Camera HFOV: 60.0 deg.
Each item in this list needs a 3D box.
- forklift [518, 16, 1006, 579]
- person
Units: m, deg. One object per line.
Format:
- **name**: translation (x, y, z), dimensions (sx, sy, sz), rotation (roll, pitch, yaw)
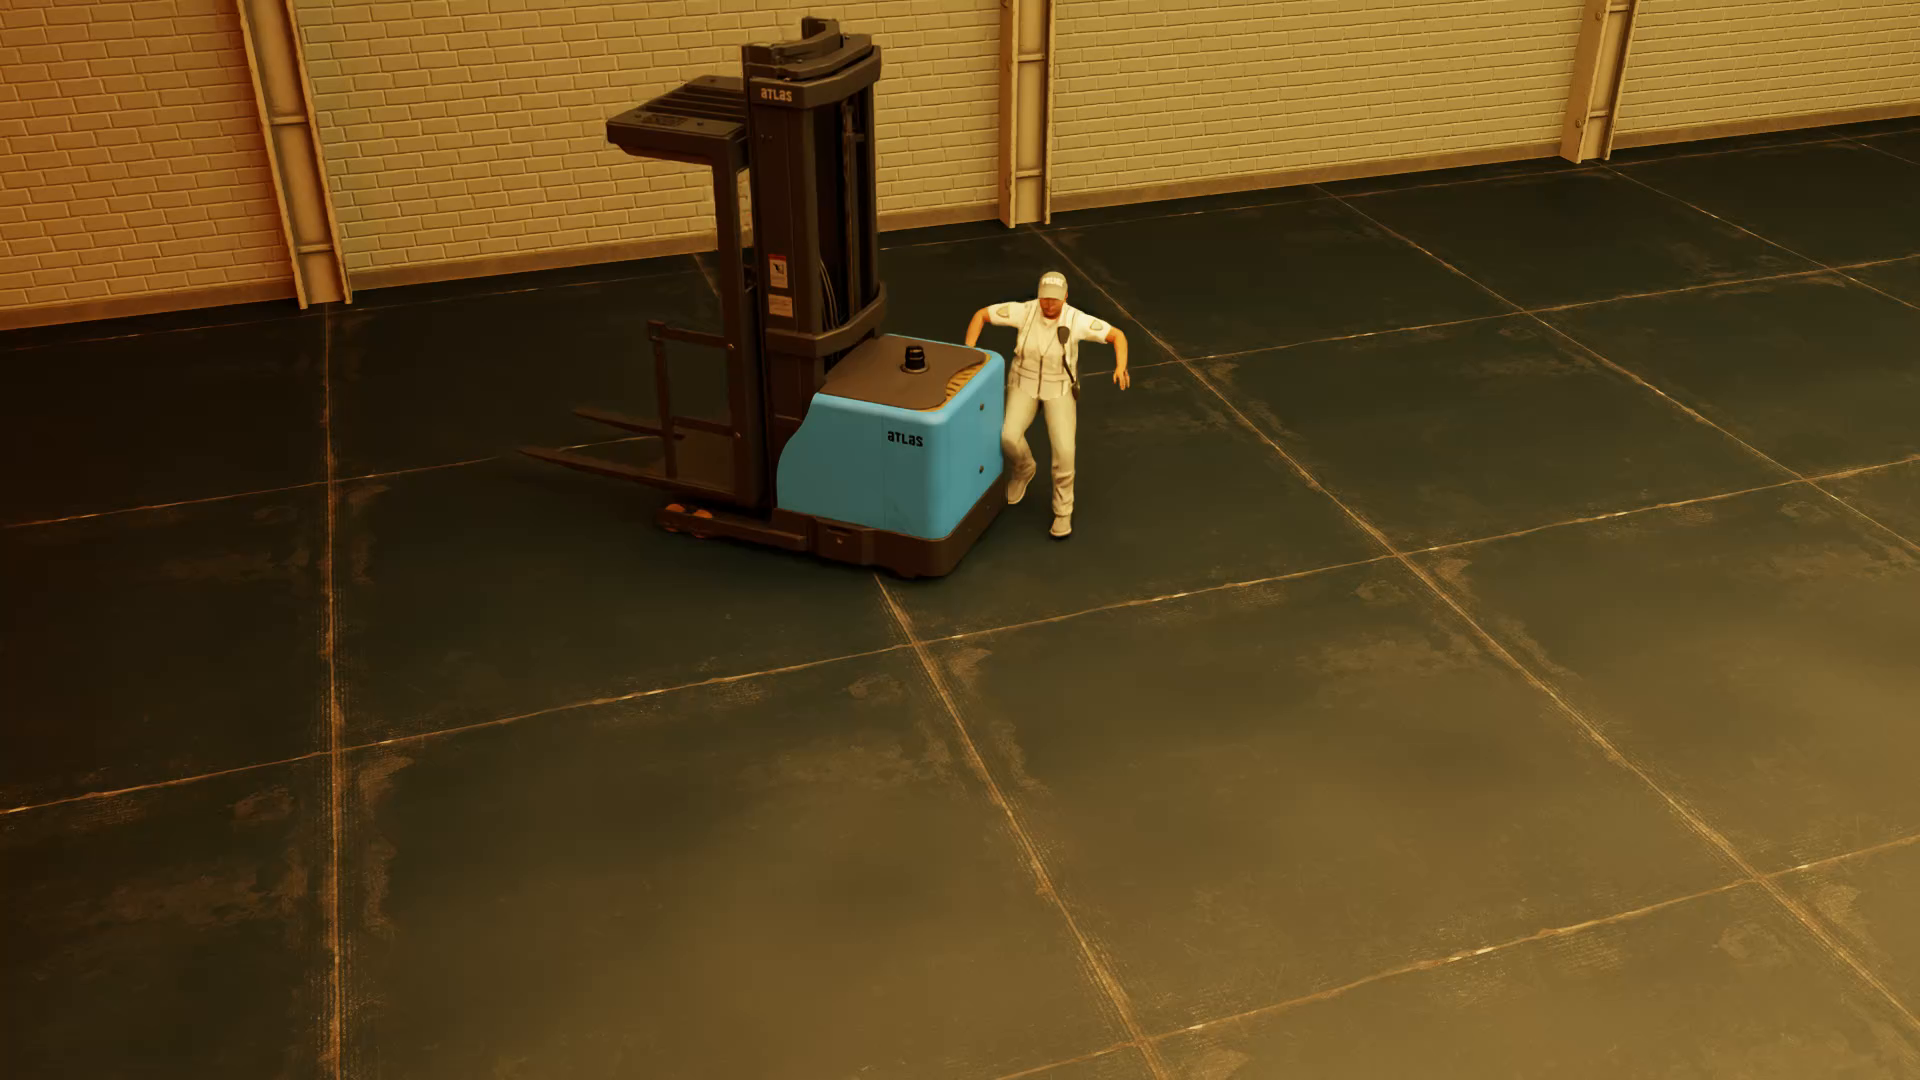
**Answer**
- **forklift**: translation (-1.289, -1.512, 9.715), dimensions (3.031, 2.935, 1.130), rotation (12, 32, 19)
- **person**: translation (0.498, -0.844, 10.007), dimensions (1.039, 1.473, 0.809), rotation (5, 30, 8)
